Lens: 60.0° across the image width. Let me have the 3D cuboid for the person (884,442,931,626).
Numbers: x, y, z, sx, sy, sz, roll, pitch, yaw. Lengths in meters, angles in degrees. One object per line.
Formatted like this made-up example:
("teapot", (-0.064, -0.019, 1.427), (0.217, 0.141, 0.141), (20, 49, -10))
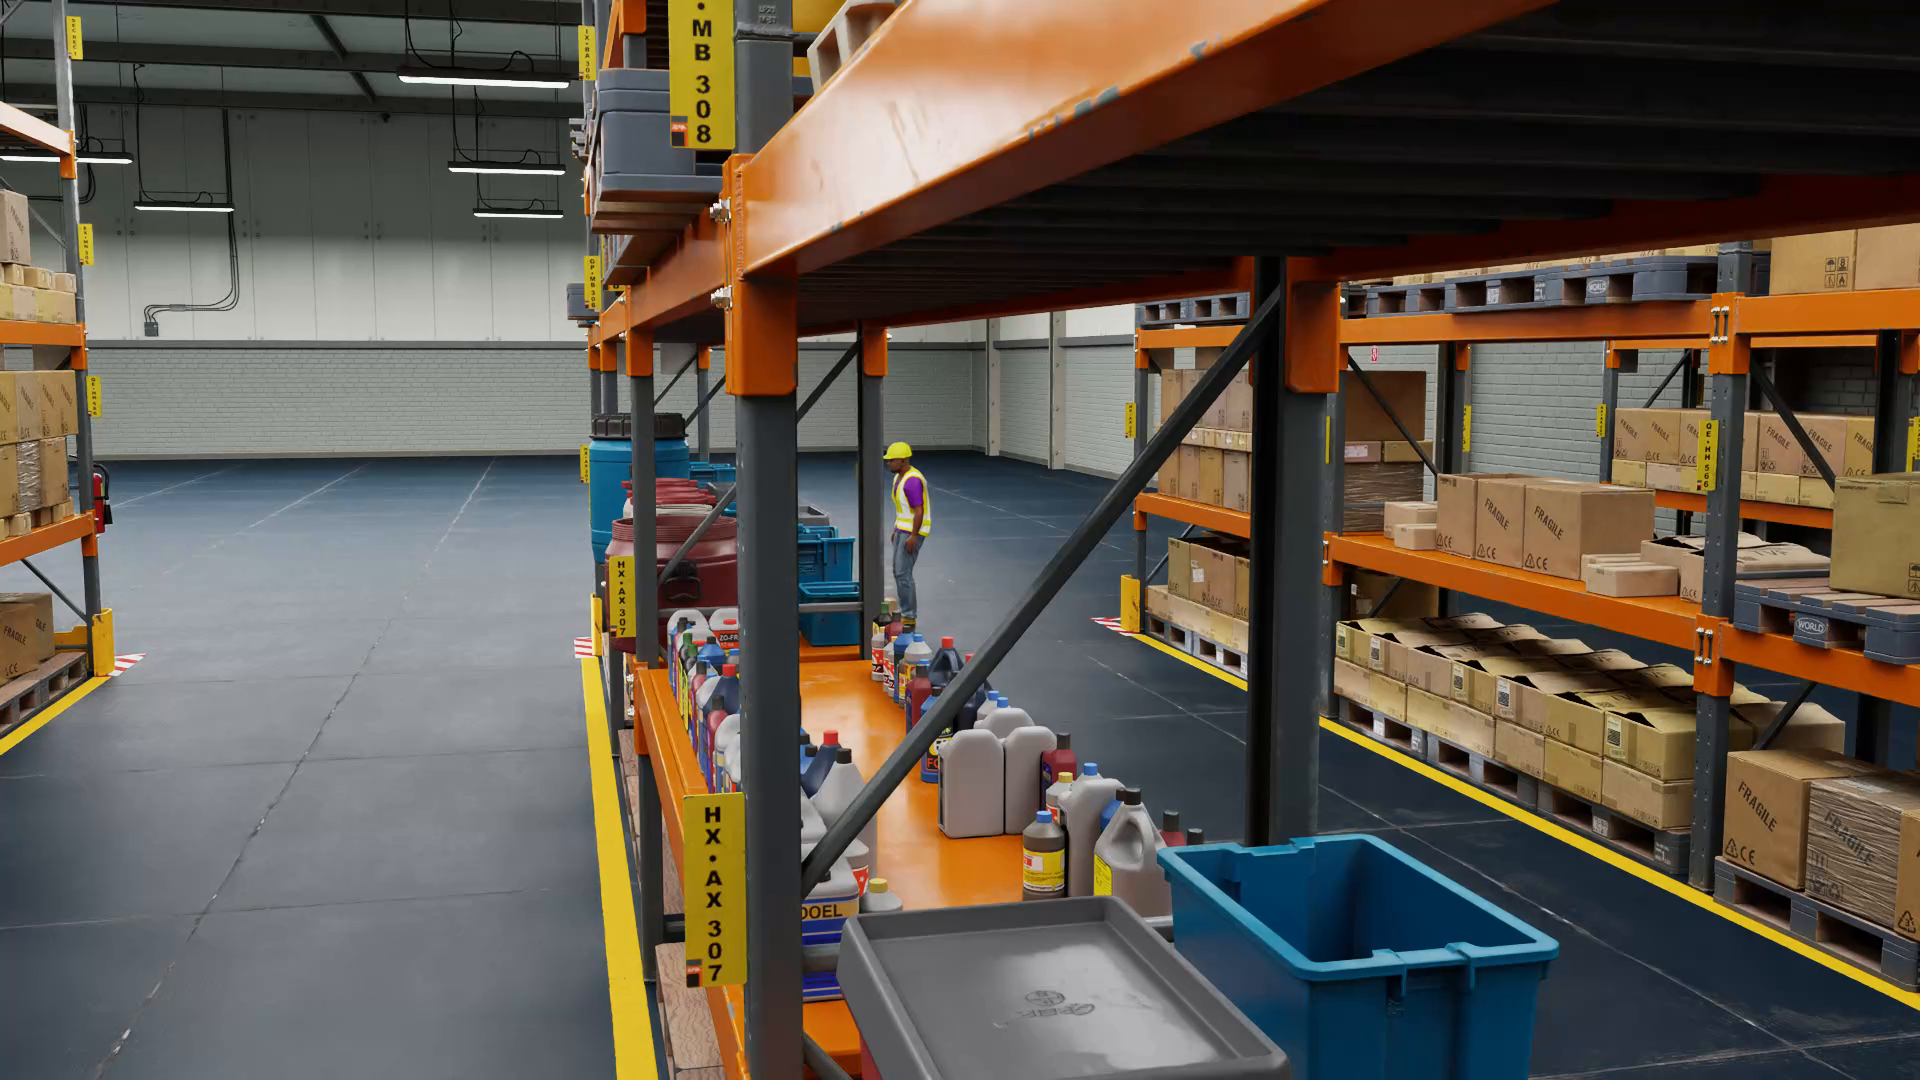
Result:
("person", (-0.525, -0.060, 15.959), (0.461, 1.755, 0.628), (-2, 6, -17))
